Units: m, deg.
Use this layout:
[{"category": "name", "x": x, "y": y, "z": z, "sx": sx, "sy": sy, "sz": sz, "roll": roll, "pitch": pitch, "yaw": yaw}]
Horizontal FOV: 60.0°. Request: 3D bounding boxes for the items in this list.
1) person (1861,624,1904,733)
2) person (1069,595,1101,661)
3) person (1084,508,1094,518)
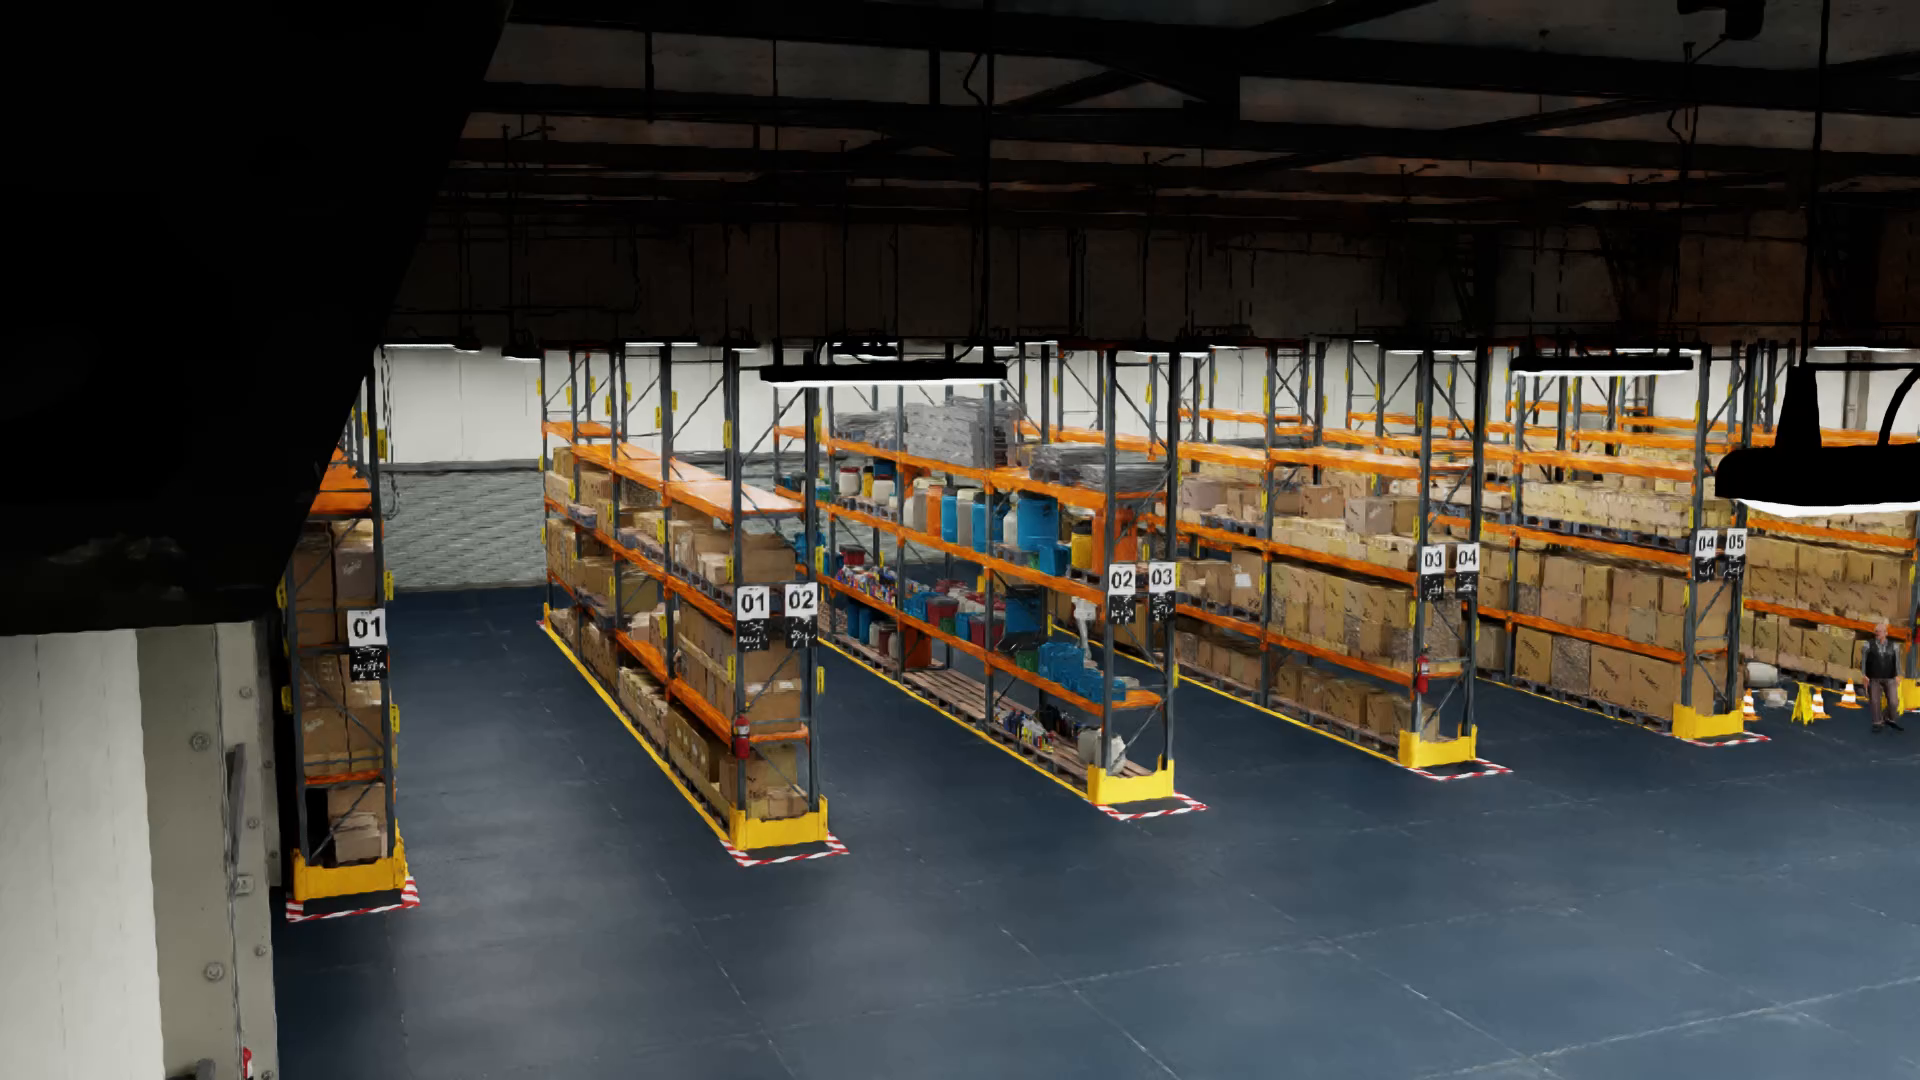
[{"category": "person", "x": 14.313, "y": 2.138, "z": 25.772, "sx": 0.661, "sy": 1.709, "sz": 0.460, "roll": 3, "pitch": 8, "yaw": 22}, {"category": "person", "x": 2.394, "y": 1.435, "z": 31.133, "sx": 0.577, "sy": 1.687, "sz": 1.115, "roll": -3, "pitch": 8, "yaw": -24}, {"category": "person", "x": 3.180, "y": 0.086, "z": 41.211, "sx": 0.565, "sy": 1.762, "sz": 0.733, "roll": 2, "pitch": 8, "yaw": 15}]
